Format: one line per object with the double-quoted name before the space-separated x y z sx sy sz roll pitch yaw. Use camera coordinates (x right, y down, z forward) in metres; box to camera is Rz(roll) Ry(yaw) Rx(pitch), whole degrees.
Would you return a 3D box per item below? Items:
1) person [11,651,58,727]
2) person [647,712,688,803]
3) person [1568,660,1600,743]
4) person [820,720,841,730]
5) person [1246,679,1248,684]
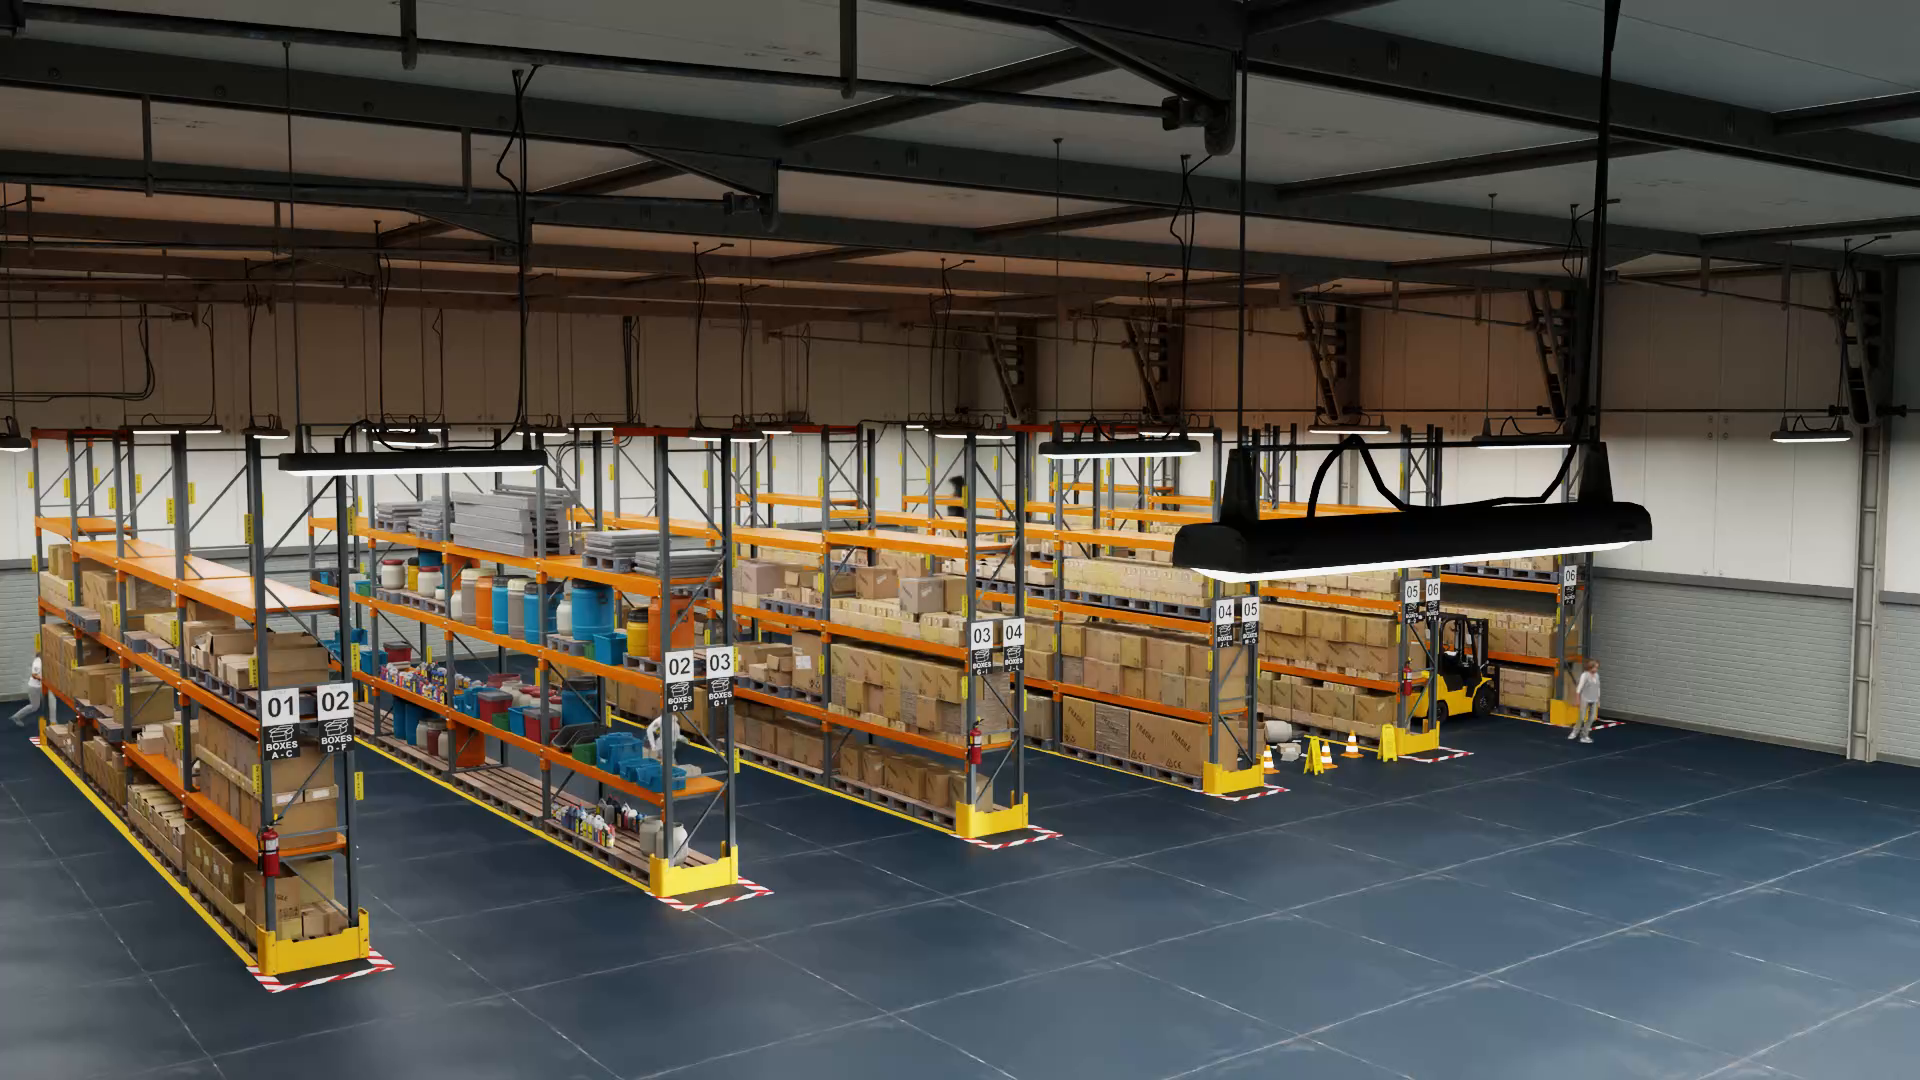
"person" -18.187 2.925 32.872 0.751 1.648 0.575 -1 5 -7
"person" -4.751 3.403 26.844 0.792 1.697 0.559 2 5 24
"person" 11.874 3.070 31.606 0.543 1.566 0.434 -2 5 -19
"person" -2.374 3.090 31.806 0.815 1.618 0.610 1 5 7
"person" 6.027 2.615 36.771 0.574 1.643 0.903 -3 6 -38
